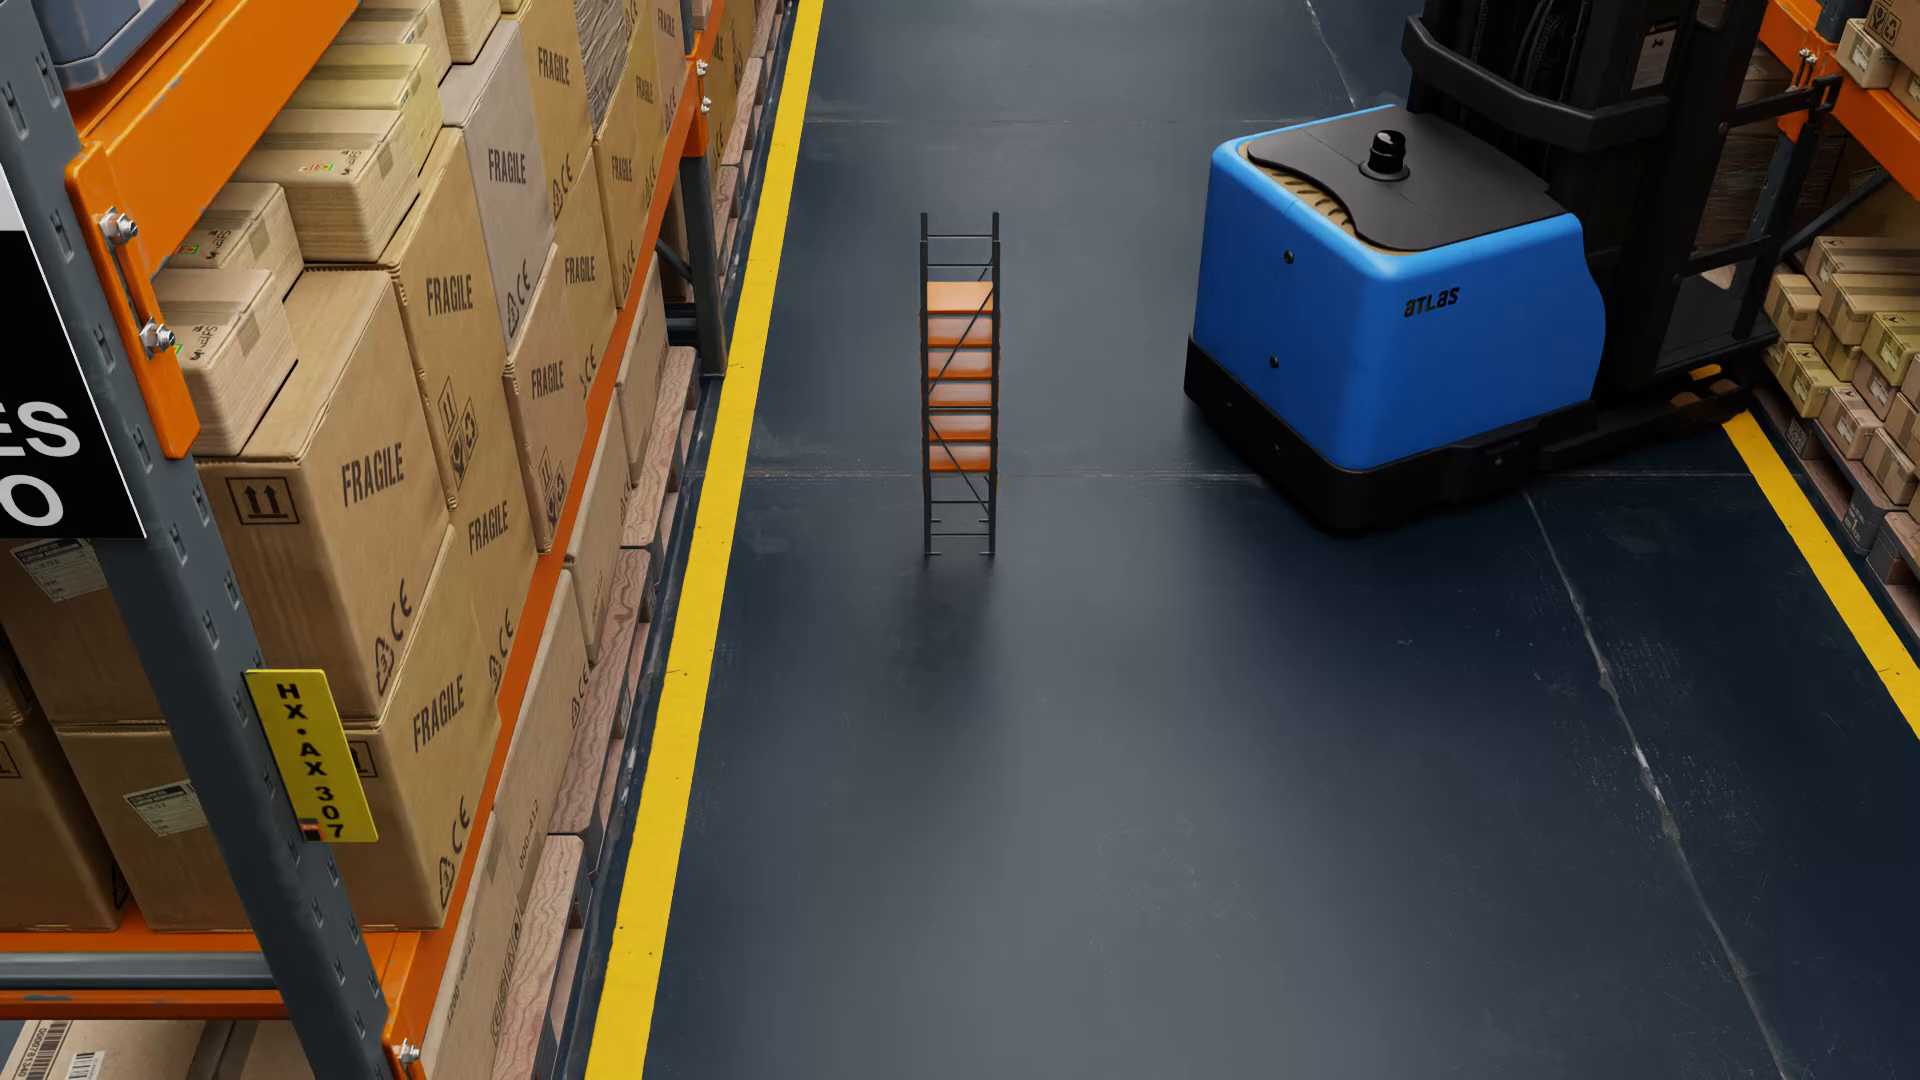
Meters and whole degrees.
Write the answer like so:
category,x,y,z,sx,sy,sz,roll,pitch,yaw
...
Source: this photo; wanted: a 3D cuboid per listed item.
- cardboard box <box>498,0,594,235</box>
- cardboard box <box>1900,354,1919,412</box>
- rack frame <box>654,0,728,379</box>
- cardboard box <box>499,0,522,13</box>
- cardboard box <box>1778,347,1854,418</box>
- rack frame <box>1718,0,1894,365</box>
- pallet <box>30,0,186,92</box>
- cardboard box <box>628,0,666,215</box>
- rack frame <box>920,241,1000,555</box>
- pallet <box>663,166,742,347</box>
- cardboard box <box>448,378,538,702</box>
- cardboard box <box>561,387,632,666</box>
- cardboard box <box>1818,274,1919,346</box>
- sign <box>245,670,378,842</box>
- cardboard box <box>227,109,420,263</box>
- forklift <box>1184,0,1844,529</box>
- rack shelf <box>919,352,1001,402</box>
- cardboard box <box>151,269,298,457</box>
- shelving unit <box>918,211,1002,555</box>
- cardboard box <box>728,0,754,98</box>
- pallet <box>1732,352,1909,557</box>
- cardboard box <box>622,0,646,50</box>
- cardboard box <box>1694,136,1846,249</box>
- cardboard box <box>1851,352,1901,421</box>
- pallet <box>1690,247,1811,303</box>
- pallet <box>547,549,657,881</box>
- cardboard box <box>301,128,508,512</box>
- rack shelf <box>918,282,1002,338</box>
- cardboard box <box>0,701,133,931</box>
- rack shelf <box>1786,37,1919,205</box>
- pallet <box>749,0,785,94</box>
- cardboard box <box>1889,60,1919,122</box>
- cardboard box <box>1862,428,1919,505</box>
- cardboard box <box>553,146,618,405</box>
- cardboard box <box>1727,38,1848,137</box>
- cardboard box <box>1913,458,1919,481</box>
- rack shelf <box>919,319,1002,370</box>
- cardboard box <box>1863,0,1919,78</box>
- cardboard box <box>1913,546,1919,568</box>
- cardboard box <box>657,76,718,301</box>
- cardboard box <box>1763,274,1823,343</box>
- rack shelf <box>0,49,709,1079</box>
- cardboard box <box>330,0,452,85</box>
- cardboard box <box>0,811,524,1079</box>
category,x,y,z,sx,sy,sz,roll,pitch,yaw
cardboard box,-1.153,-1.027,3.753,0.500,0.500,0.500,0,39,0
cardboard box,3.332,-0.483,5.422,0.380,0.149,0.250,-1,39,-1
rack frame,-1.424,-1.842,5.649,1.000,3.000,0.127,0,39,0
cardboard box,-1.103,-1.215,3.469,0.380,0.149,0.250,-1,39,-1
cardboard box,3.205,-0.566,6.001,0.380,0.149,0.250,1,39,1
rack frame,3.525,-1.908,5.733,1.000,3.000,0.127,0,39,0
pallet,-1.431,-0.940,2.197,1.003,0.211,1.213,0,39,0
cardboard box,-1.162,-1.269,4.855,0.500,0.500,0.500,-1,39,-1
rack frame,0.000,-0.420,5.315,0.240,1.200,0.006,0,39,0
pallet,-1.501,-1.236,7.124,1.003,0.211,1.213,0,39,0
cardboard box,-1.162,0.004,3.266,0.500,0.500,0.500,-1,39,-1
cardboard box,-1.529,-0.053,5.131,0.875,0.438,0.875,-1,39,-1
cardboard box,3.260,-0.804,5.823,0.380,0.149,0.250,2,39,2
sign,-0.865,0.294,2.228,0.100,0.325,0.005,0,39,0
cardboard box,-1.100,-0.571,2.666,0.380,0.149,0.250,1,39,1
forklift,2.409,-1.811,5.667,3.031,2.935,1.130,-17,42,-20
rack shelf,0.000,-0.536,5.339,0.258,0.103,0.180,0,39,0
cardboard box,-1.143,-0.245,2.259,0.380,0.149,0.250,1,39,1
shelving unit,0.000,-0.477,5.386,0.258,1.200,0.189,0,39,0
cardboard box,-1.514,-2.688,8.069,0.875,0.875,0.875,0,39,1
pallet,3.562,-0.400,6.081,1.003,0.211,1.213,0,39,0
cardboard box,-1.155,-1.659,4.542,0.500,0.500,0.500,-1,39,-1
cardboard box,3.273,-1.560,6.960,0.500,0.500,0.500,-1,39,-1
cardboard box,3.332,-0.538,5.729,0.380,0.149,0.250,0,39,0
pallet,3.523,-1.307,7.212,1.003,0.211,1.213,0,39,0
pallet,-1.498,0.487,4.974,1.003,0.211,1.213,0,39,0
cardboard box,-1.143,-0.393,2.962,0.500,0.500,0.500,-1,39,-1
rack shelf,0.000,-0.724,5.189,0.258,0.103,0.180,0,39,0
cardboard box,-1.685,0.319,2.873,0.500,0.500,0.500,0,39,0
rack shelf,3.528,-0.377,4.397,1.077,0.370,4.000,0,39,0
pallet,-1.503,-2.762,9.028,1.003,0.211,1.213,0,39,0
cardboard box,3.273,-1.472,5.388,0.380,0.149,0.250,1,39,1
cardboard box,3.307,-0.251,5.609,0.380,0.149,0.250,-1,39,-1
cardboard box,-1.162,-0.627,4.054,0.500,0.500,0.500,1,39,1
cardboard box,3.272,-1.855,6.730,0.500,0.250,0.500,-1,39,-1
cardboard box,3.306,-0.198,5.304,0.380,0.149,0.250,2,39,2
rack shelf,0.000,-0.630,5.264,0.258,0.103,0.180,0,39,0
cardboard box,3.274,-1.754,5.222,0.500,0.500,0.500,-1,39,-1
cardboard box,3.247,0.079,5.196,0.380,0.149,0.250,-1,39,-1
cardboard box,-1.505,-1.564,6.666,0.875,0.875,0.875,1,39,1
cardboard box,3.206,-0.849,6.117,0.380,0.149,0.250,2,39,2
rack shelf,-1.422,-0.310,4.314,1.077,0.370,4.000,0,39,0
cardboard box,-1.172,-0.900,3.076,0.380,0.149,0.250,0,39,0
cardboard box,-1.521,1.083,3.713,0.875,0.438,0.875,-1,39,-2
